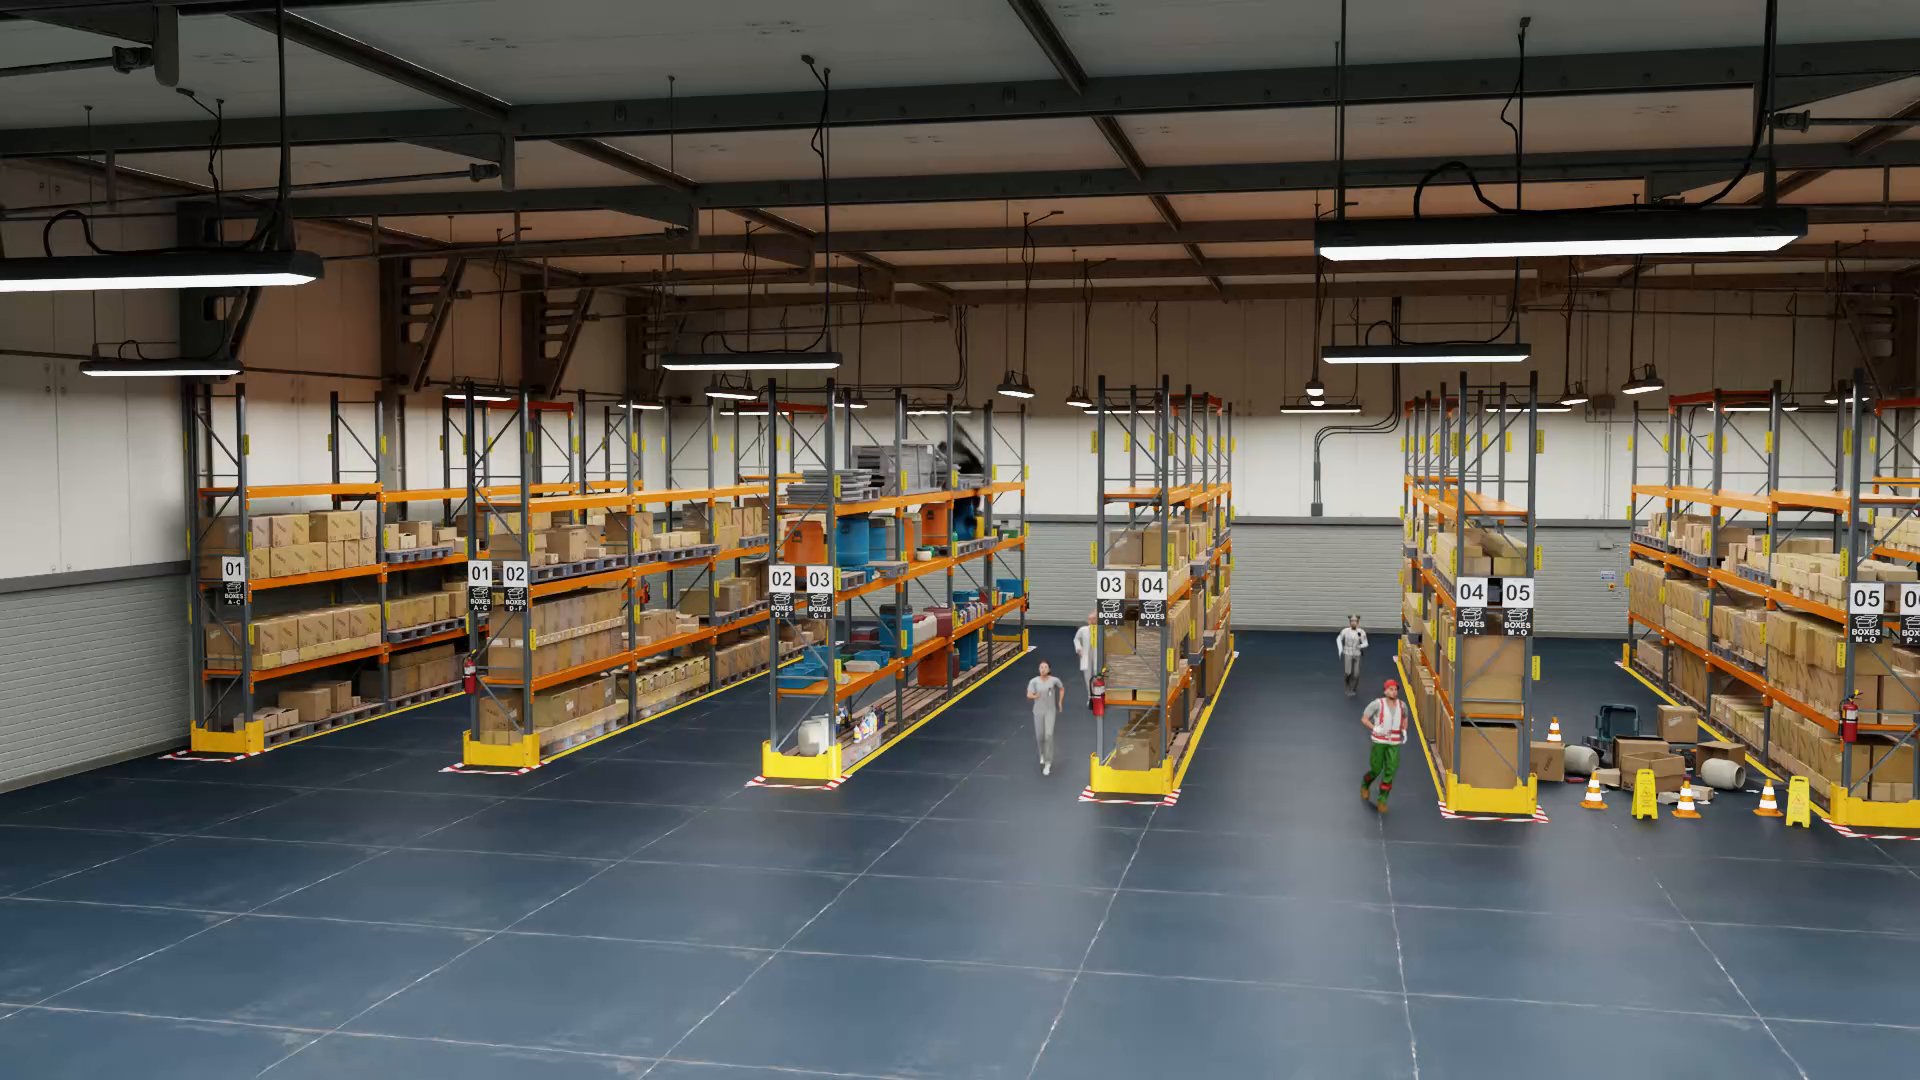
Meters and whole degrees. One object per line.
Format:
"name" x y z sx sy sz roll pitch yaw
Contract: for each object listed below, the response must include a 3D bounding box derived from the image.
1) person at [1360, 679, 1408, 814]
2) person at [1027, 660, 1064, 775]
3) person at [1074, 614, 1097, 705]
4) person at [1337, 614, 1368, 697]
"person" 5.879 2.806 22.939 0.703 1.785 0.845 0 3 -6
"person" 1.308 2.691 25.561 0.543 1.711 0.844 1 3 12
"person" 2.551 2.291 32.207 0.721 1.746 0.639 1 3 14
"person" 7.732 2.284 32.739 0.593 1.660 0.616 1 3 10
